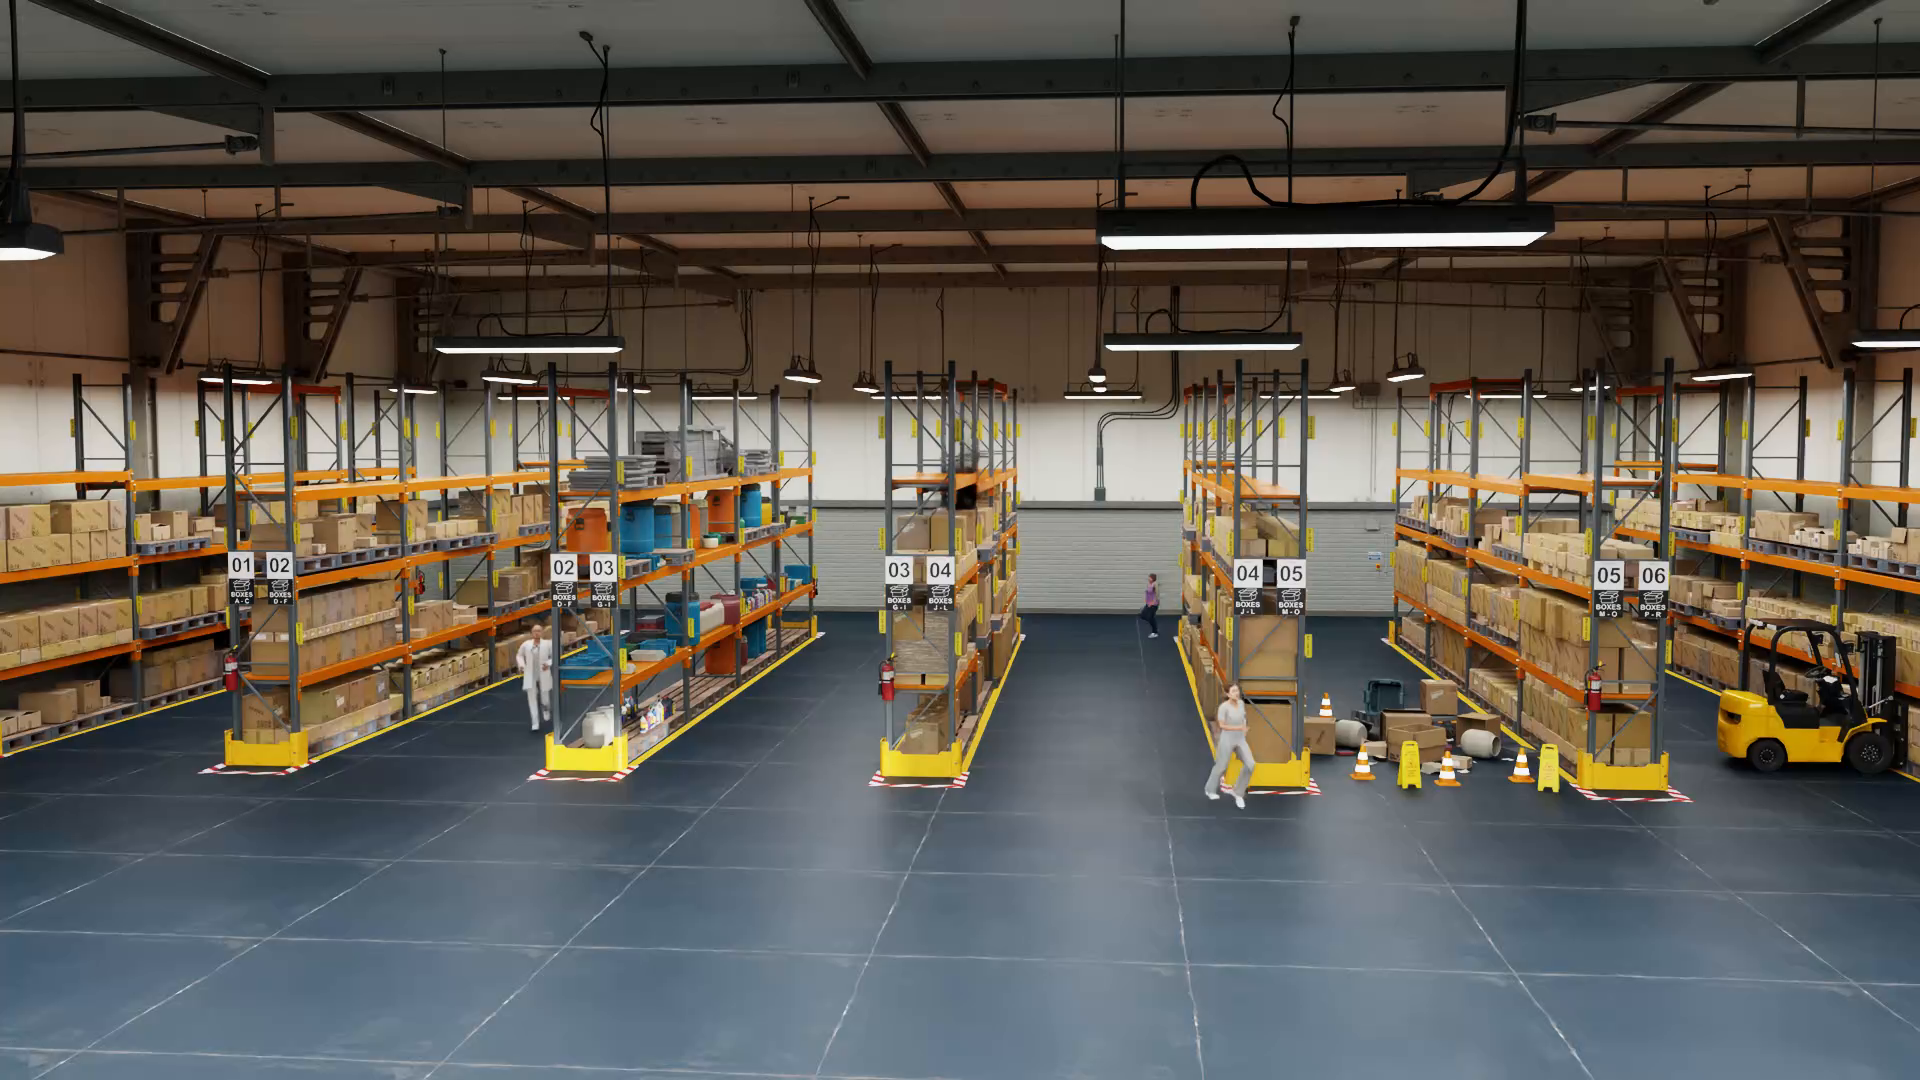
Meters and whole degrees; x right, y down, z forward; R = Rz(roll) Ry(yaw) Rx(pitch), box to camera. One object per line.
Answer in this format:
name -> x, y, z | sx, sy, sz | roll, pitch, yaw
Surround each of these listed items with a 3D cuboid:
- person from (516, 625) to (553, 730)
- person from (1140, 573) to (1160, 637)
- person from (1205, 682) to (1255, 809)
person -> -7.107, 2.296, 27.945 | 0.715, 1.735, 0.812 | 0, 4, -7
person -> 4.616, 1.579, 40.327 | 0.462, 1.565, 0.564 | -1, 4, -21
person -> 3.622, 2.713, 22.116 | 0.571, 1.674, 0.860 | -2, 4, -25
